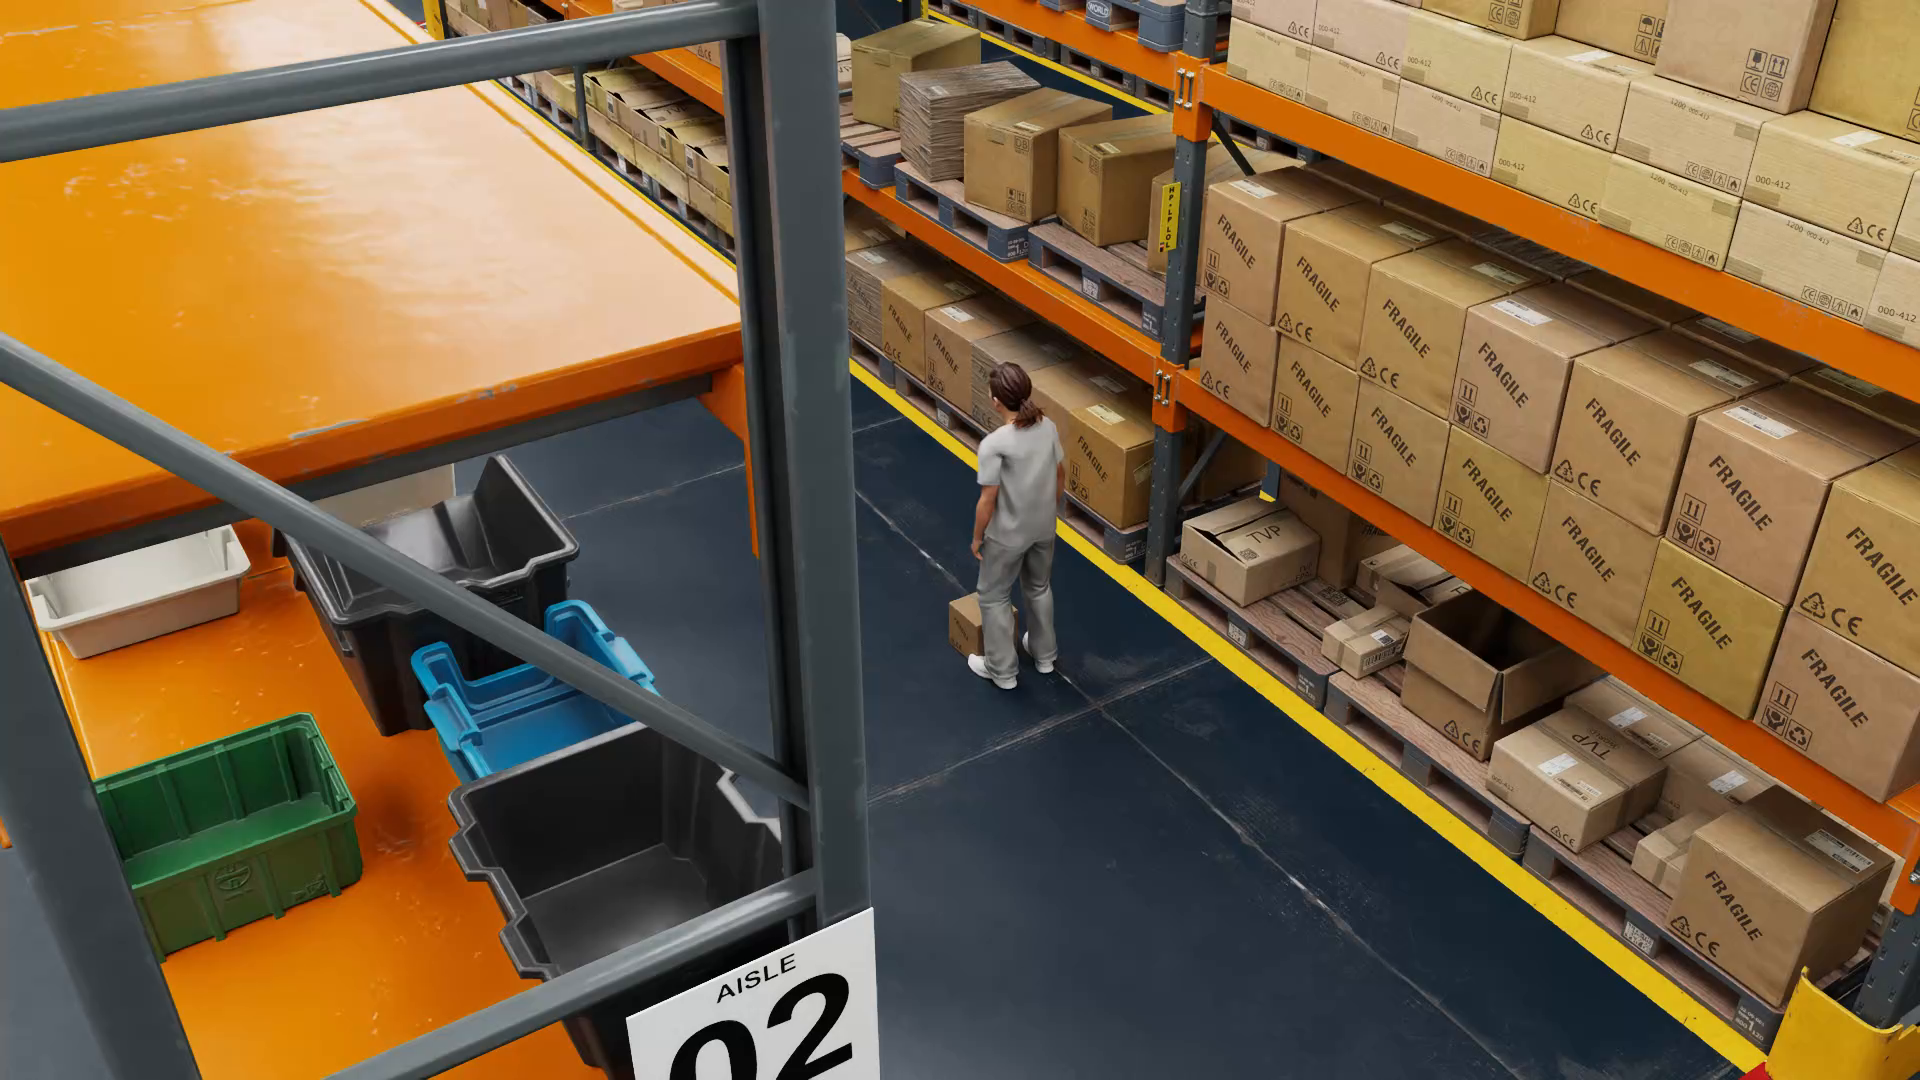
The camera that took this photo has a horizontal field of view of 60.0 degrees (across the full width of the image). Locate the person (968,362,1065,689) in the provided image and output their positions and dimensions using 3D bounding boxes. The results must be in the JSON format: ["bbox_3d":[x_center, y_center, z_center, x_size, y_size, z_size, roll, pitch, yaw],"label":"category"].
[{"bbox_3d":[0.264,-0.055,7.788,0.485,1.672,0.361,-20,38,-28],"label":"person"}]
